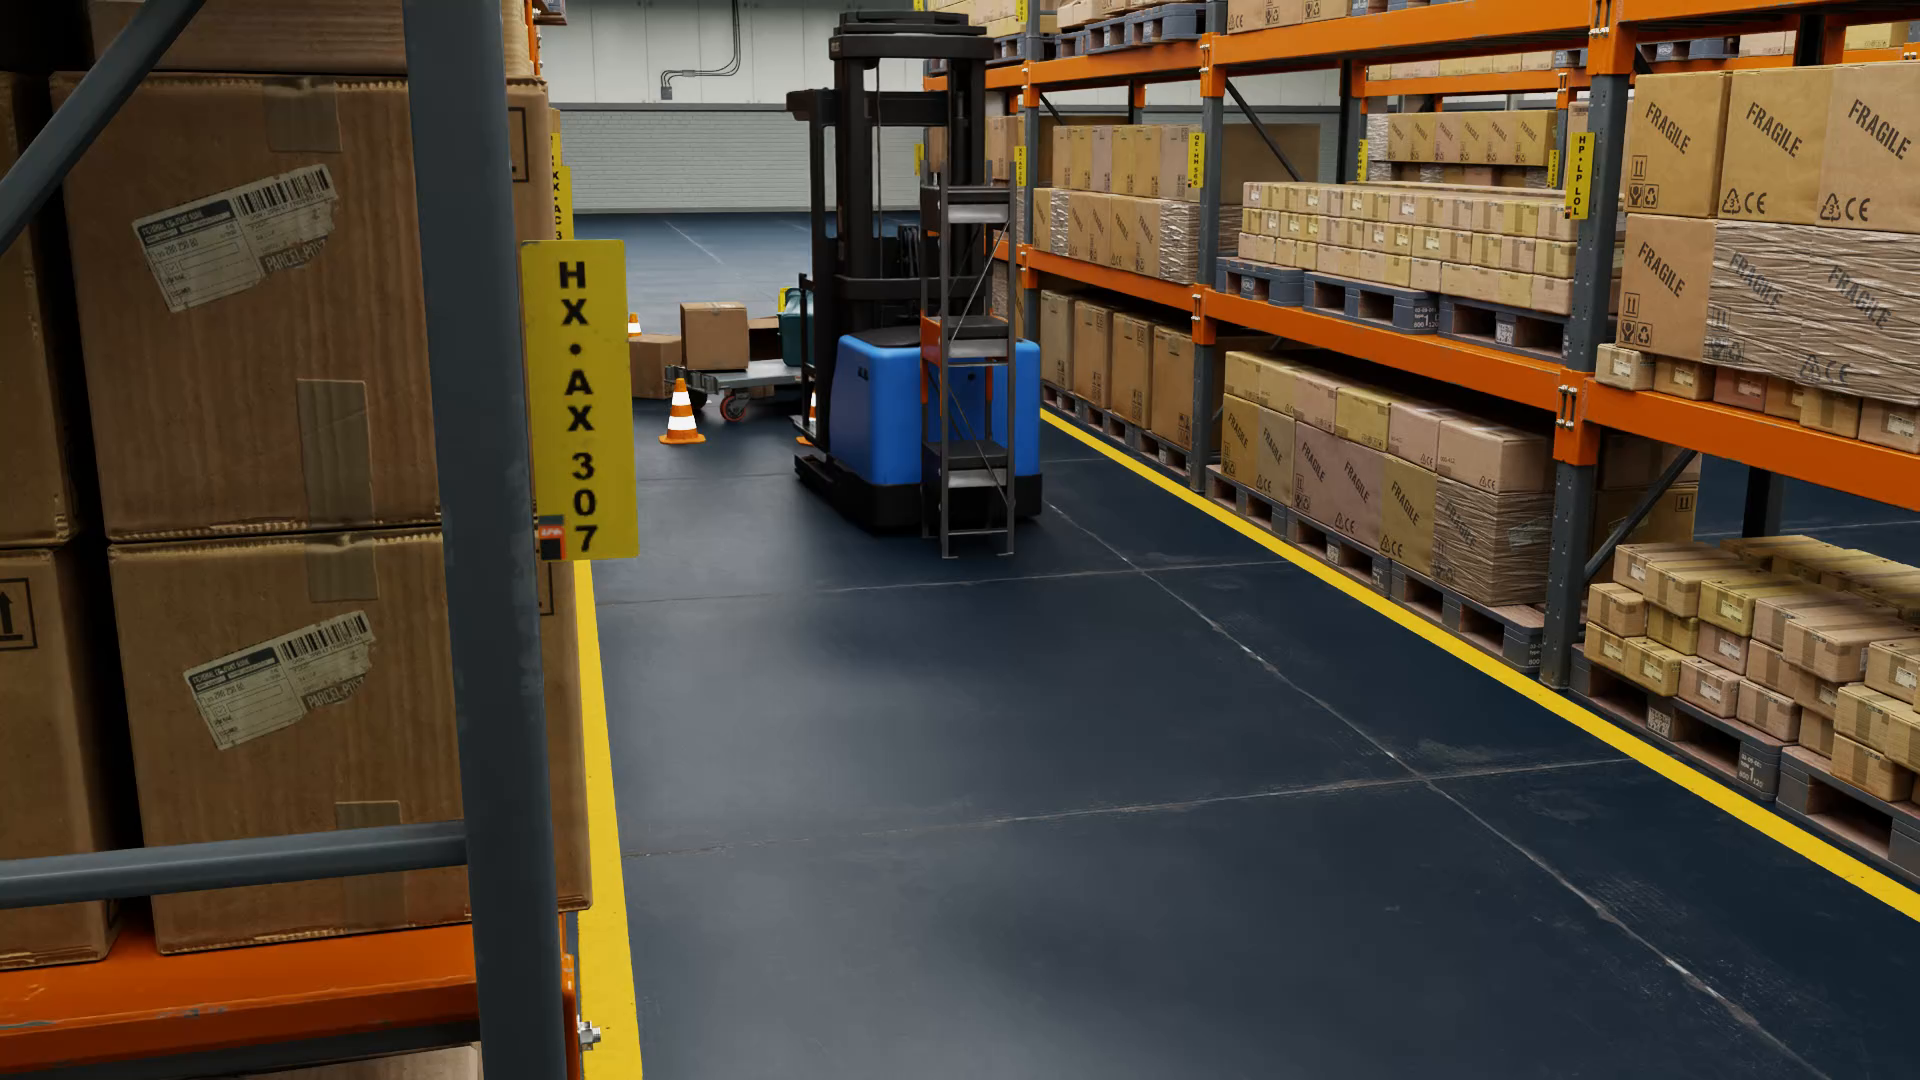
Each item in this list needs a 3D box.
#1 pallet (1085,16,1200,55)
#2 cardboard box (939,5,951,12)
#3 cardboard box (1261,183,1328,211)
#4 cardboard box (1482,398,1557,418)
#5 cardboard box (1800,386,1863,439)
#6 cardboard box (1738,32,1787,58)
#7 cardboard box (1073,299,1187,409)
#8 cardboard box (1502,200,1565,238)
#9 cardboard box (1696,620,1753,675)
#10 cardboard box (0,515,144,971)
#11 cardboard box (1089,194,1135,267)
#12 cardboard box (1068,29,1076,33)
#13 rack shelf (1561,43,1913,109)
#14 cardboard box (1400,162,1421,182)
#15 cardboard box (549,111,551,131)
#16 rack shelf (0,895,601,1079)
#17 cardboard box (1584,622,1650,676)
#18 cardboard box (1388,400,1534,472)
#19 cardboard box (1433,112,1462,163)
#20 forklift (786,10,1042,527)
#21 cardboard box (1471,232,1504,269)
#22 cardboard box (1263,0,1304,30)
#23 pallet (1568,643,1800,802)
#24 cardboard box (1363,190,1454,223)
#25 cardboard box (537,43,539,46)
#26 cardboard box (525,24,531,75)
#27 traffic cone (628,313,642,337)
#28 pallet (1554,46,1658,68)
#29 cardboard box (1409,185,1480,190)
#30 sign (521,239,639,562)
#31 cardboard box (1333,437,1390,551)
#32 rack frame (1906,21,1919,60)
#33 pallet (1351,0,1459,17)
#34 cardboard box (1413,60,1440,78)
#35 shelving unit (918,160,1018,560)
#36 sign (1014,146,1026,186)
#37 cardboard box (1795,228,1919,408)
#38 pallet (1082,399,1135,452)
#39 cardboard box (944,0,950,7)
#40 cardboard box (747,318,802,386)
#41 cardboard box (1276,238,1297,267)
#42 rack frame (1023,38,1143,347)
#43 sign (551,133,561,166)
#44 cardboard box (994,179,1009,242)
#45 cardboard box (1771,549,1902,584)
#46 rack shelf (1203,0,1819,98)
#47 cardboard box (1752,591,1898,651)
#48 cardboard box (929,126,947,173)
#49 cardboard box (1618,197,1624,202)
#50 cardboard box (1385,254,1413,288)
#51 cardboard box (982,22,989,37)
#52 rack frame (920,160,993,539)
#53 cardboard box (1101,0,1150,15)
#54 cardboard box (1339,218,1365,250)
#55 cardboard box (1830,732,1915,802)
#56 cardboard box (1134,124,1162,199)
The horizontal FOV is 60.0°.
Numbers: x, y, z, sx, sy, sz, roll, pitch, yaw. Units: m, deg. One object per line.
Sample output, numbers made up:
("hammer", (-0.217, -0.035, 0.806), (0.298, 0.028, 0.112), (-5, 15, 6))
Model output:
("pallet", (1.517, -3.563, 11.769), (1.003, 0.211, 1.213), (-3, 14, -11))
("cardboard box", (0.091, -5.179, 16.577), (0.500, 0.250, 0.500), (-3, 14, -14))
("cardboard box", (1.971, -1.986, 9.627), (0.380, 0.149, 0.250), (-4, 14, -15))
("cardboard box", (2.881, -0.533, 8.092), (0.500, 0.250, 0.500), (-3, 14, -12))
("cardboard box", (2.974, -0.427, 5.384), (0.380, 0.149, 0.250), (-3, 14, -12))
("cardboard box", (6.235, -3.757, 12.482), (0.500, 0.250, 0.500), (-3, 14, -12))
("cardboard box", (1.502, -1.467, 12.968), (1.050, 0.750, 0.750), (-3, 14, -13))
("cardboard box", (2.577, -1.386, 7.172), (0.380, 0.149, 0.250), (-4, 14, -15))
("cardboard box", (2.938, 0.374, 6.072), (0.380, 0.149, 0.250), (-3, 14, -14))
("cardboard box", (-1.294, 0.205, 2.056), (0.500, 0.500, 0.500), (-3, 14, -13))
("cardboard box", (1.261, -2.280, 12.230), (0.500, 0.500, 0.500), (-3, 14, -12))
("cardboard box", (1.171, -4.525, 14.742), (0.380, 0.149, 0.250), (-3, 14, -13))
("rack shelf", (6.361, -3.617, 13.105), (1.077, 0.370, 4.000), (-3, 14, -13))
("cardboard box", (5.288, -3.849, 18.024), (0.875, 0.500, 0.500), (-3, 14, -13))
("cardboard box", (-3.634, -3.210, 13.303), (0.700, 0.500, 0.500), (-3, 14, -14))
("rack shelf", (-1.393, 0.239, 3.646), (1.077, 0.370, 4.000), (-3, 14, -13))
("cardboard box", (2.698, 0.411, 6.546), (0.380, 0.149, 0.250), (-4, 14, -16))
("cardboard box", (2.396, -0.503, 7.966), (0.500, 0.250, 0.500), (-3, 14, -11))
("cardboard box", (5.169, -4.084, 16.878), (0.500, 0.500, 0.500), (-3, 14, -13))
("forklift", (-0.463, -1.803, 10.632), (1.130, 2.935, 3.031), (-4, 14, -18))
("cardboard box", (2.521, -1.297, 7.433), (0.380, 0.149, 0.250), (-3, 14, -11))
("cardboard box", (1.985, -3.039, 9.013), (0.500, 0.500, 0.500), (-3, 14, -13))
("pallet", (3.117, 0.636, 6.379), (1.003, 0.211, 1.213), (-3, 14, -13))
("cardboard box", (2.271, -1.687, 8.403), (0.380, 0.149, 0.250), (-3, 14, -14))
("cardboard box", (-3.709, -4.182, 13.593), (0.500, 0.250, 0.500), (-3, 14, -14))
("cardboard box", (-1.061, -0.956, 3.337), (0.380, 0.149, 0.250), (-4, 14, -15))
("traffic cone", (-3.326, -2.081, 16.970), (0.336, 0.463, 0.334), (-3, 14, -13))
("pallet", (5.932, -4.188, 14.323), (1.213, 0.211, 1.003), (-3, 14, -13))
("cardboard box", (2.731, -1.898, 9.266), (0.380, 0.149, 0.250), (-3, 14, -12))
("sign", (-0.383, -0.138, 1.681), (0.100, 0.325, 0.005), (-3, 14, -13))
("cardboard box", (2.270, -0.255, 8.532), (0.500, 0.500, 0.500), (-4, 14, -14))
("rack frame", (6.830, -2.047, 11.487), (1.000, 3.000, 0.127), (-3, 14, -13))
("pallet", (2.637, -2.625, 7.926), (1.213, 0.211, 1.003), (-3, 14, -13))
("cardboard box", (5.053, -4.919, 17.235), (0.500, 0.250, 0.500), (-3, 14, -13))
("shelving unit", (0.039, -0.982, 9.022), (0.431, 2.100, 0.503), (-3, 14, -13))
("sign", (0.507, -3.145, 13.988), (0.100, 0.325, 0.005), (-3, 14, -13))
("cardboard box", (3.003, -0.704, 5.152), (0.500, 0.500, 0.500), (-4, 14, -14))
("pallet", (1.591, -0.907, 12.694), (1.003, 0.211, 1.213), (-3, 14, -13))
("cardboard box", (0.053, -5.345, 16.418), (0.380, 0.149, 0.250), (-3, 14, -13))
("cardboard box", (-1.580, -1.715, 15.099), (0.797, 0.637, 0.503), (-3, 14, -13))
("cardboard box", (2.021, -1.638, 9.455), (0.380, 0.149, 0.250), (-3, 14, -10))
("rack frame", (1.046, -2.717, 14.228), (1.000, 3.000, 0.127), (-3, 14, -13))
("sign", (-2.264, -2.089, 9.219), (0.100, 0.325, 0.005), (-3, 14, -13))
("cardboard box", (0.797, -3.000, 15.070), (0.875, 0.550, 0.550), (-3, 14, -13))
("cardboard box", (3.360, 0.145, 6.383), (0.380, 0.149, 0.250), (-3, 14, -12))
("rack shelf", (2.455, -2.441, 8.292), (1.077, 0.370, 4.000), (-3, 14, -13))
("cardboard box", (3.002, 0.293, 5.777), (0.380, 0.149, 0.250), (-4, 14, -15))
("cardboard box", (0.156, -4.150, 17.500), (0.875, 0.550, 0.550), (-3, 14, -13))
("cardboard box", (3.150, -1.482, 7.565), (0.380, 0.149, 0.250), (-3, 14, -13))
("cardboard box", (2.330, -1.334, 8.213), (0.380, 0.149, 0.250), (-3, 14, -11))
("cardboard box", (0.411, -4.605, 15.070), (0.380, 0.149, 0.250), (-3, 14, -12))
("rack frame", (-0.018, -1.038, 9.252), (0.400, 2.100, 0.015), (-3, 14, -13))
("cardboard box", (1.305, -3.938, 11.599), (0.500, 0.500, 0.500), (-3, 14, -13))
("cardboard box", (2.208, -1.601, 8.678), (0.380, 0.149, 0.250), (-3, 14, -14))
("cardboard box", (3.042, 0.708, 5.330), (0.380, 0.149, 0.250), (-4, 14, -15))
("cardboard box", (1.647, -2.668, 11.708), (0.700, 0.500, 0.500), (-4, 14, -14))
